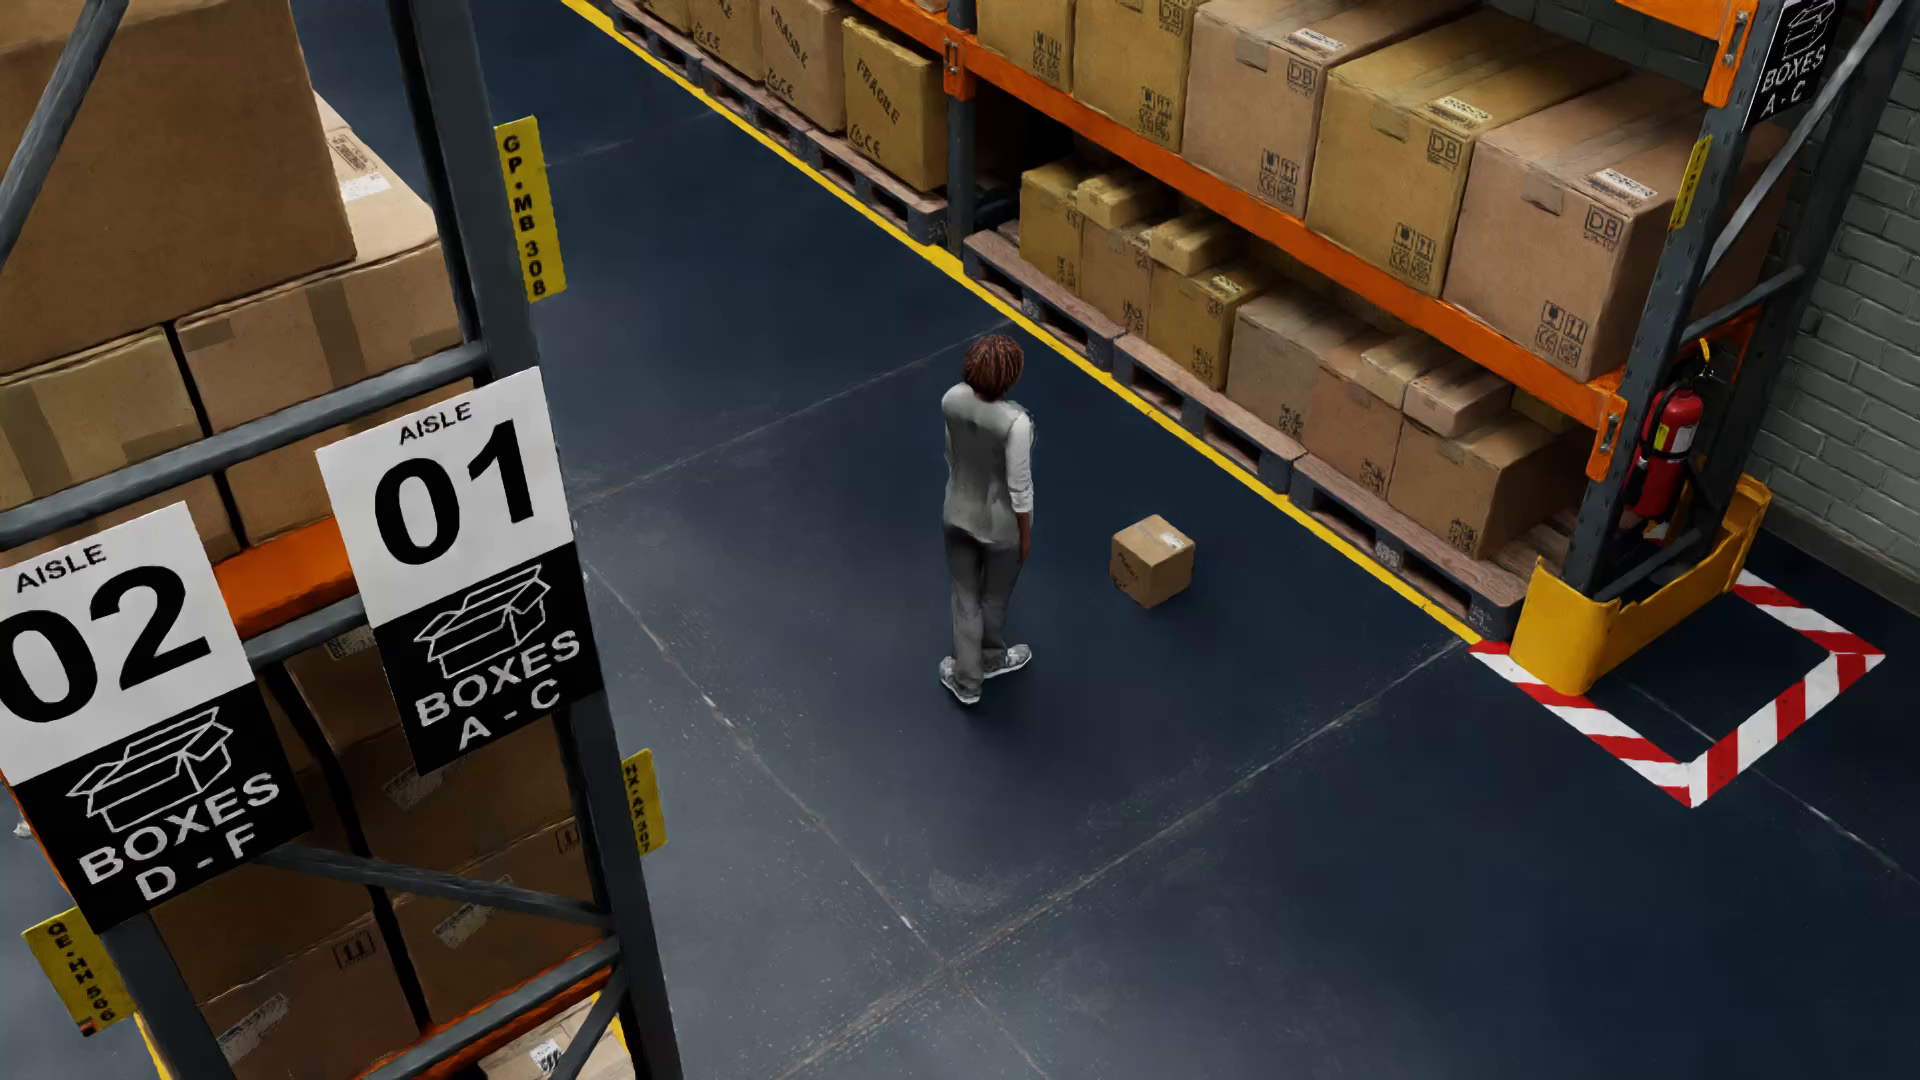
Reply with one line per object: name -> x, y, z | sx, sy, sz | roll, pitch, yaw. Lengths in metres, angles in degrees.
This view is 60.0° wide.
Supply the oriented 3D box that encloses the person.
person -> 0.081, -0.057, 6.224 | 0.420, 1.605, 0.448 | 21, 45, 22
